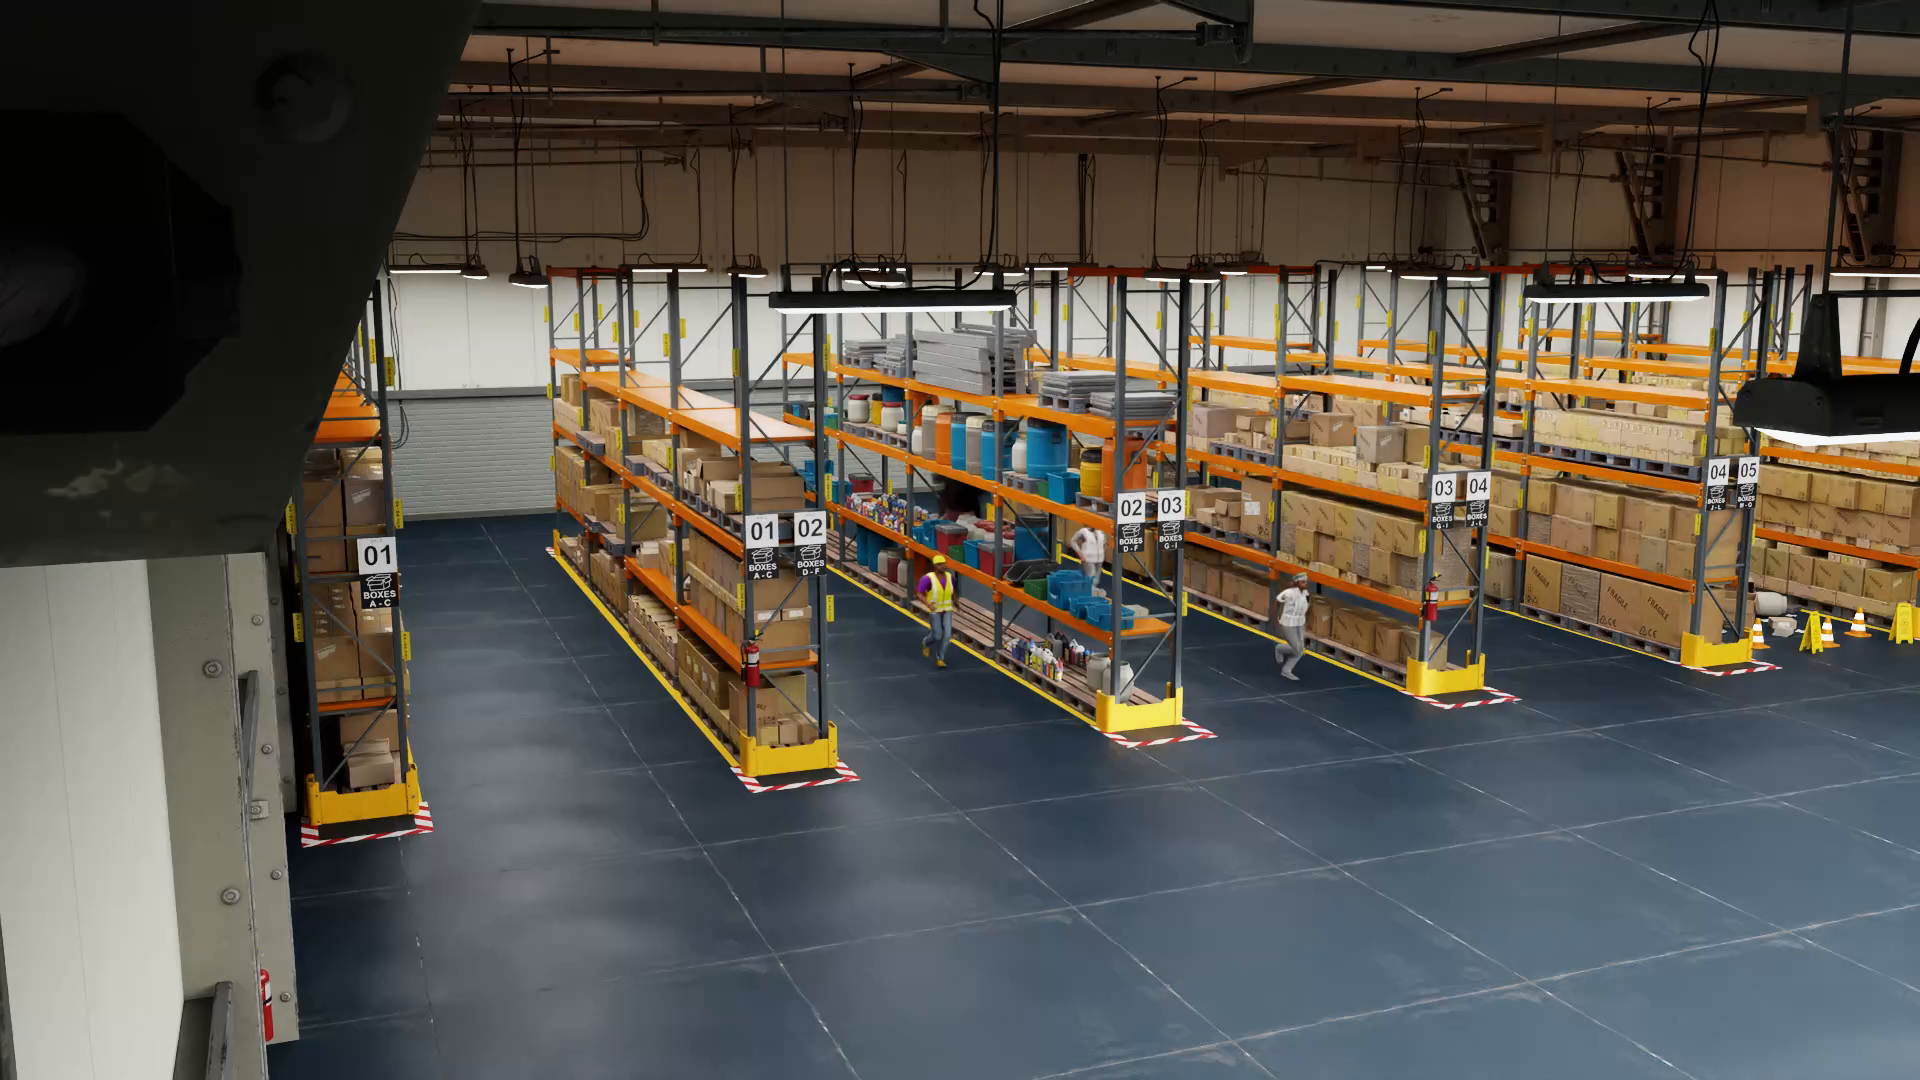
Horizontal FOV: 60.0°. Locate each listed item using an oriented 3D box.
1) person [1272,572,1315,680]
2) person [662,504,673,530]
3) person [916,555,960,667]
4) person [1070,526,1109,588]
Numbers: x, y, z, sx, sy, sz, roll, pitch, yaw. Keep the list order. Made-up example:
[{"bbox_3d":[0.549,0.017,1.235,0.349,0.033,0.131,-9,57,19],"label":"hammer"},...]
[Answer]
[{"bbox_3d":[4.975,1.271,24.727,0.615,1.649,0.643,-6,12,-32],"label":"person"},{"bbox_3d":[-6.488,-0.707,35.954,0.676,1.704,0.671,5,11,26],"label":"person"},{"bbox_3d":[-0.334,1.074,25.521,0.689,1.722,0.597,-5,11,-28],"label":"person"},{"bbox_3d":[2.339,0.402,29.286,0.638,1.820,0.706,-6,12,-31],"label":"person"}]
